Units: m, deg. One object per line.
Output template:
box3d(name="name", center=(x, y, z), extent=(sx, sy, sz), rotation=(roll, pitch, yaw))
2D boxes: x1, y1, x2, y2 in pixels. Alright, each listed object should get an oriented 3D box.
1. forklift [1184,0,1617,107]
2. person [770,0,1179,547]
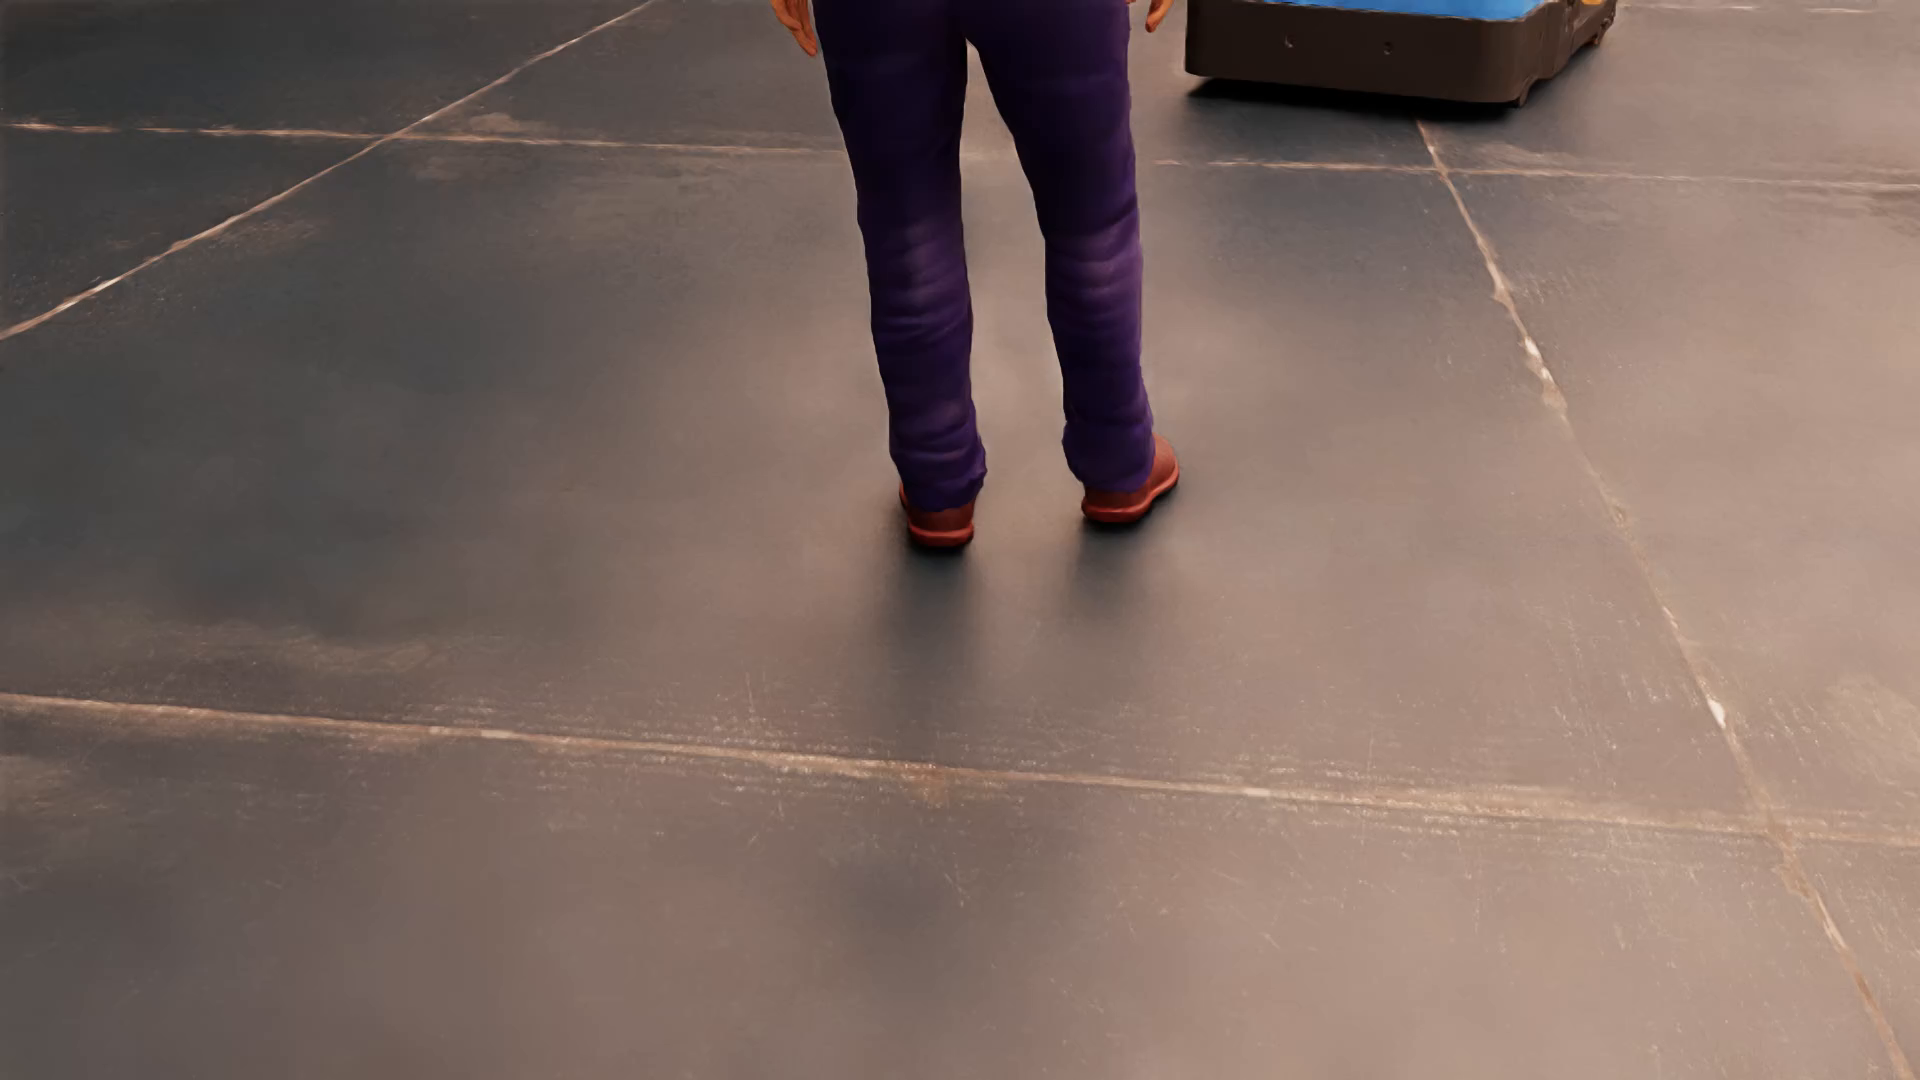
box3d(name="forklift", center=(1.854, -3.235, 5.701), extent=(1.130, 2.935, 3.031), rotation=(13, 29, 24))
box3d(name="person", center=(0.035, -0.782, 2.206), extent=(0.599, 1.650, 0.502), rotation=(3, 27, 7))
